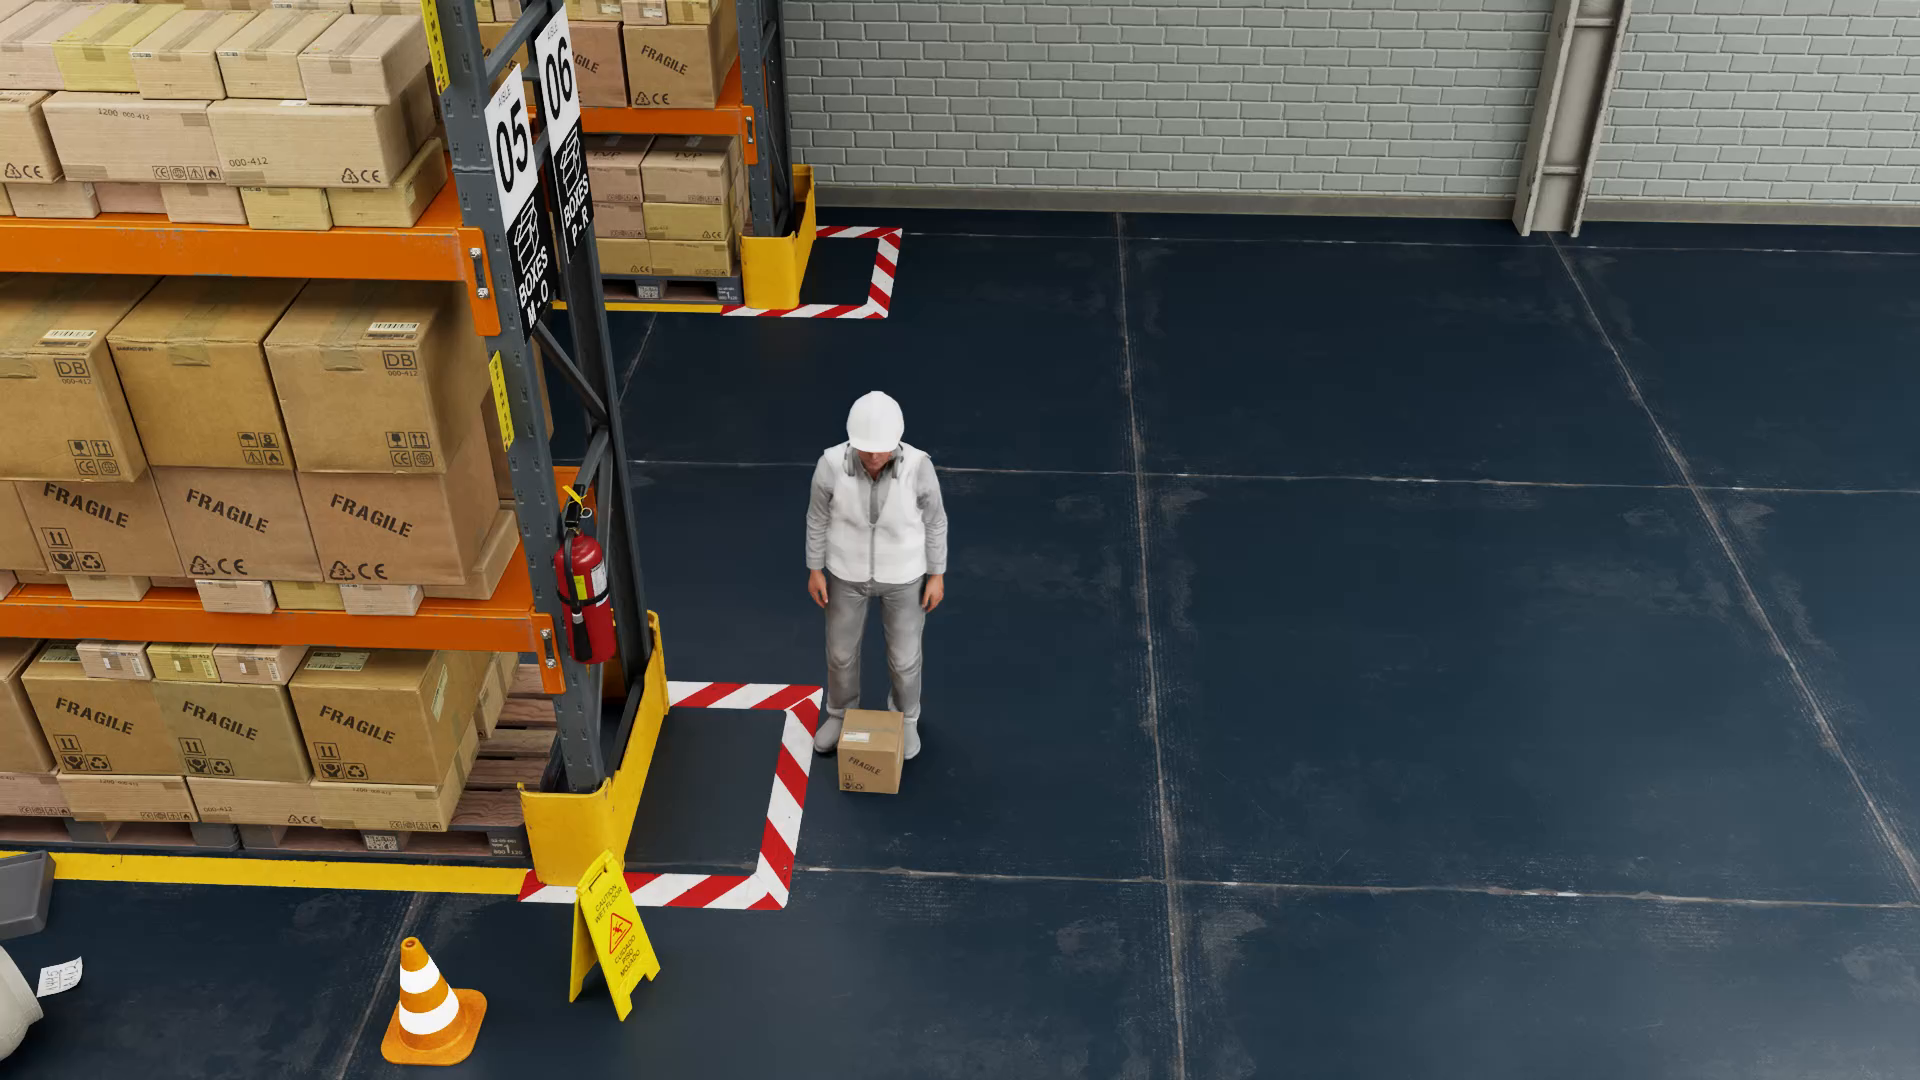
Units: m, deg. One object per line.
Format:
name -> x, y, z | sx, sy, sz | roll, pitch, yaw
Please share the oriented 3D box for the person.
person -> -0.347, 0.136, 6.904 | 0.590, 1.770, 0.465 | 2, 36, 3
